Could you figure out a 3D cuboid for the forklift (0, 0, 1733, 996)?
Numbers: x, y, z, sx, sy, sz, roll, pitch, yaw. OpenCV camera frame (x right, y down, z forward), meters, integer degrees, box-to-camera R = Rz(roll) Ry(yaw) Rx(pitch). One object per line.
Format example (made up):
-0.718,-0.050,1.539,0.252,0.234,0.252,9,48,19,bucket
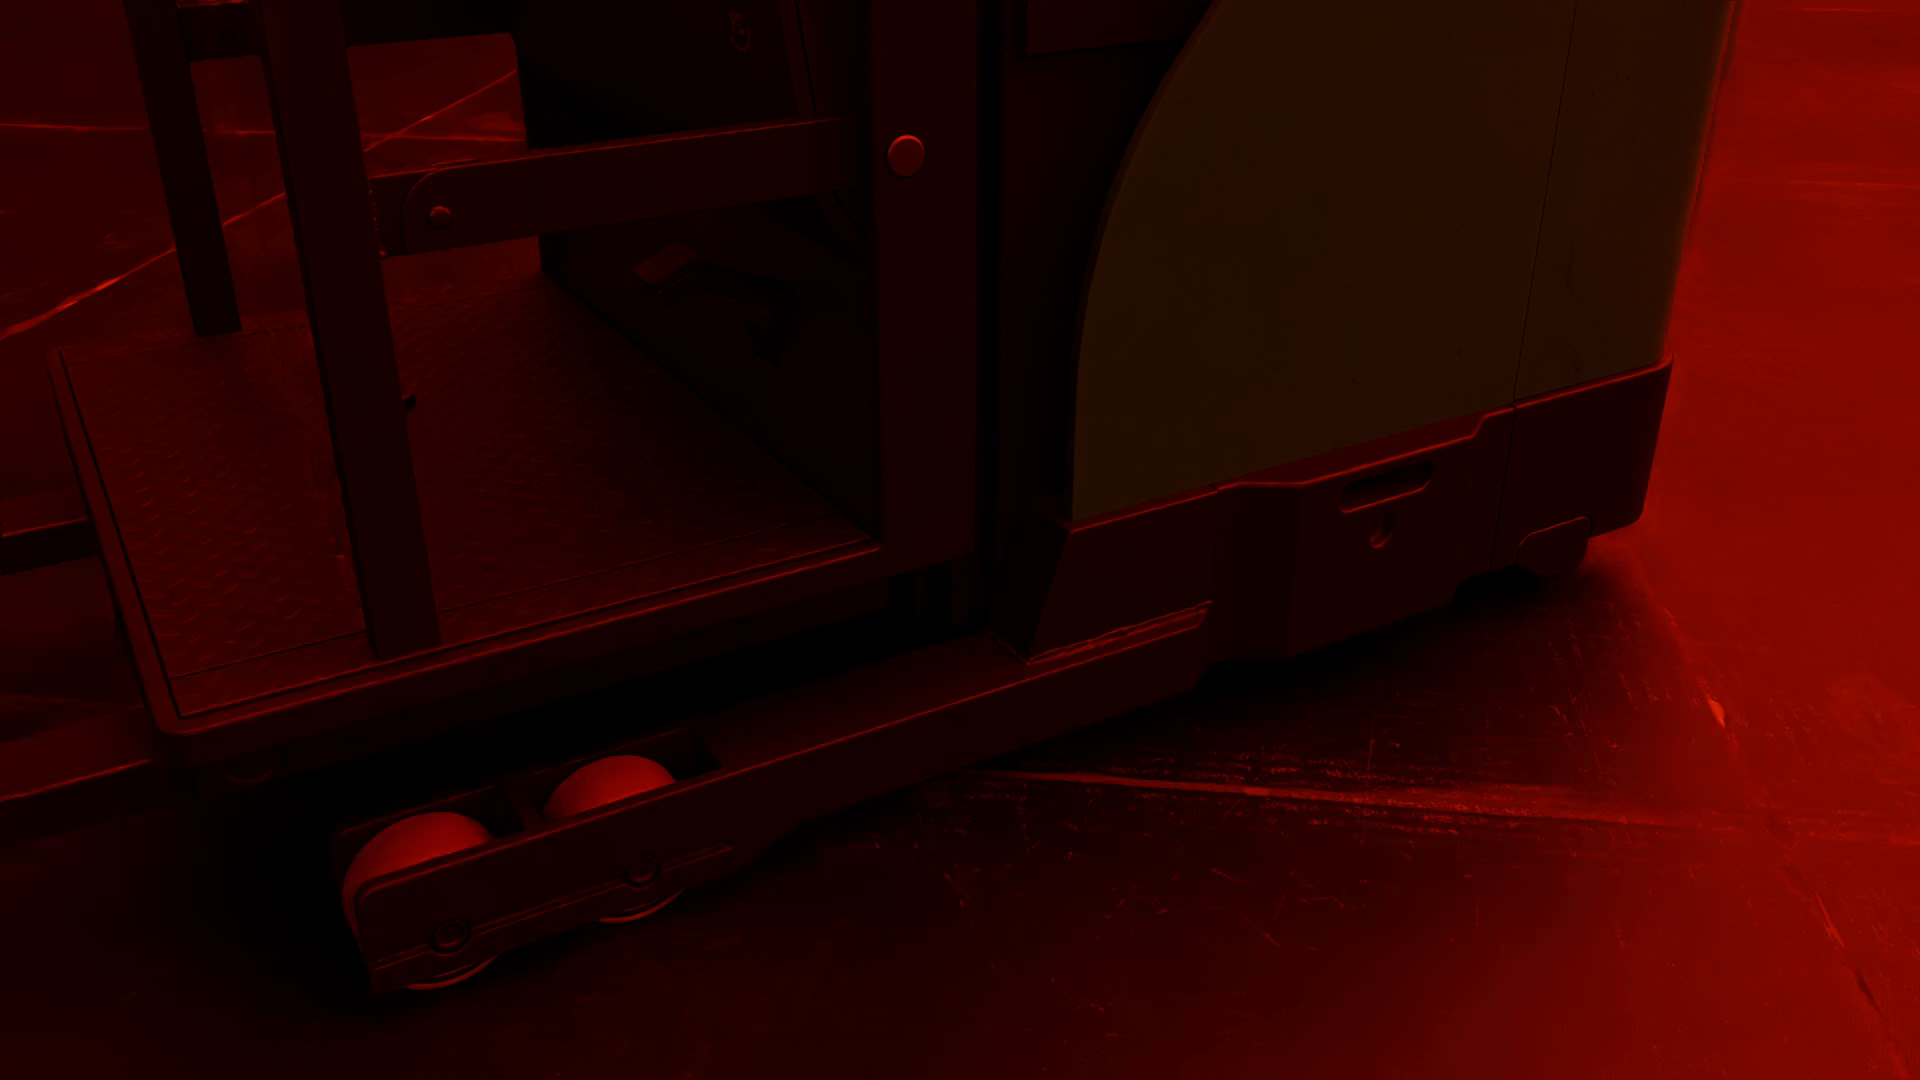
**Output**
-0.528,-1.144,1.510,3.031,2.935,1.130,-15,30,-27,forklift
